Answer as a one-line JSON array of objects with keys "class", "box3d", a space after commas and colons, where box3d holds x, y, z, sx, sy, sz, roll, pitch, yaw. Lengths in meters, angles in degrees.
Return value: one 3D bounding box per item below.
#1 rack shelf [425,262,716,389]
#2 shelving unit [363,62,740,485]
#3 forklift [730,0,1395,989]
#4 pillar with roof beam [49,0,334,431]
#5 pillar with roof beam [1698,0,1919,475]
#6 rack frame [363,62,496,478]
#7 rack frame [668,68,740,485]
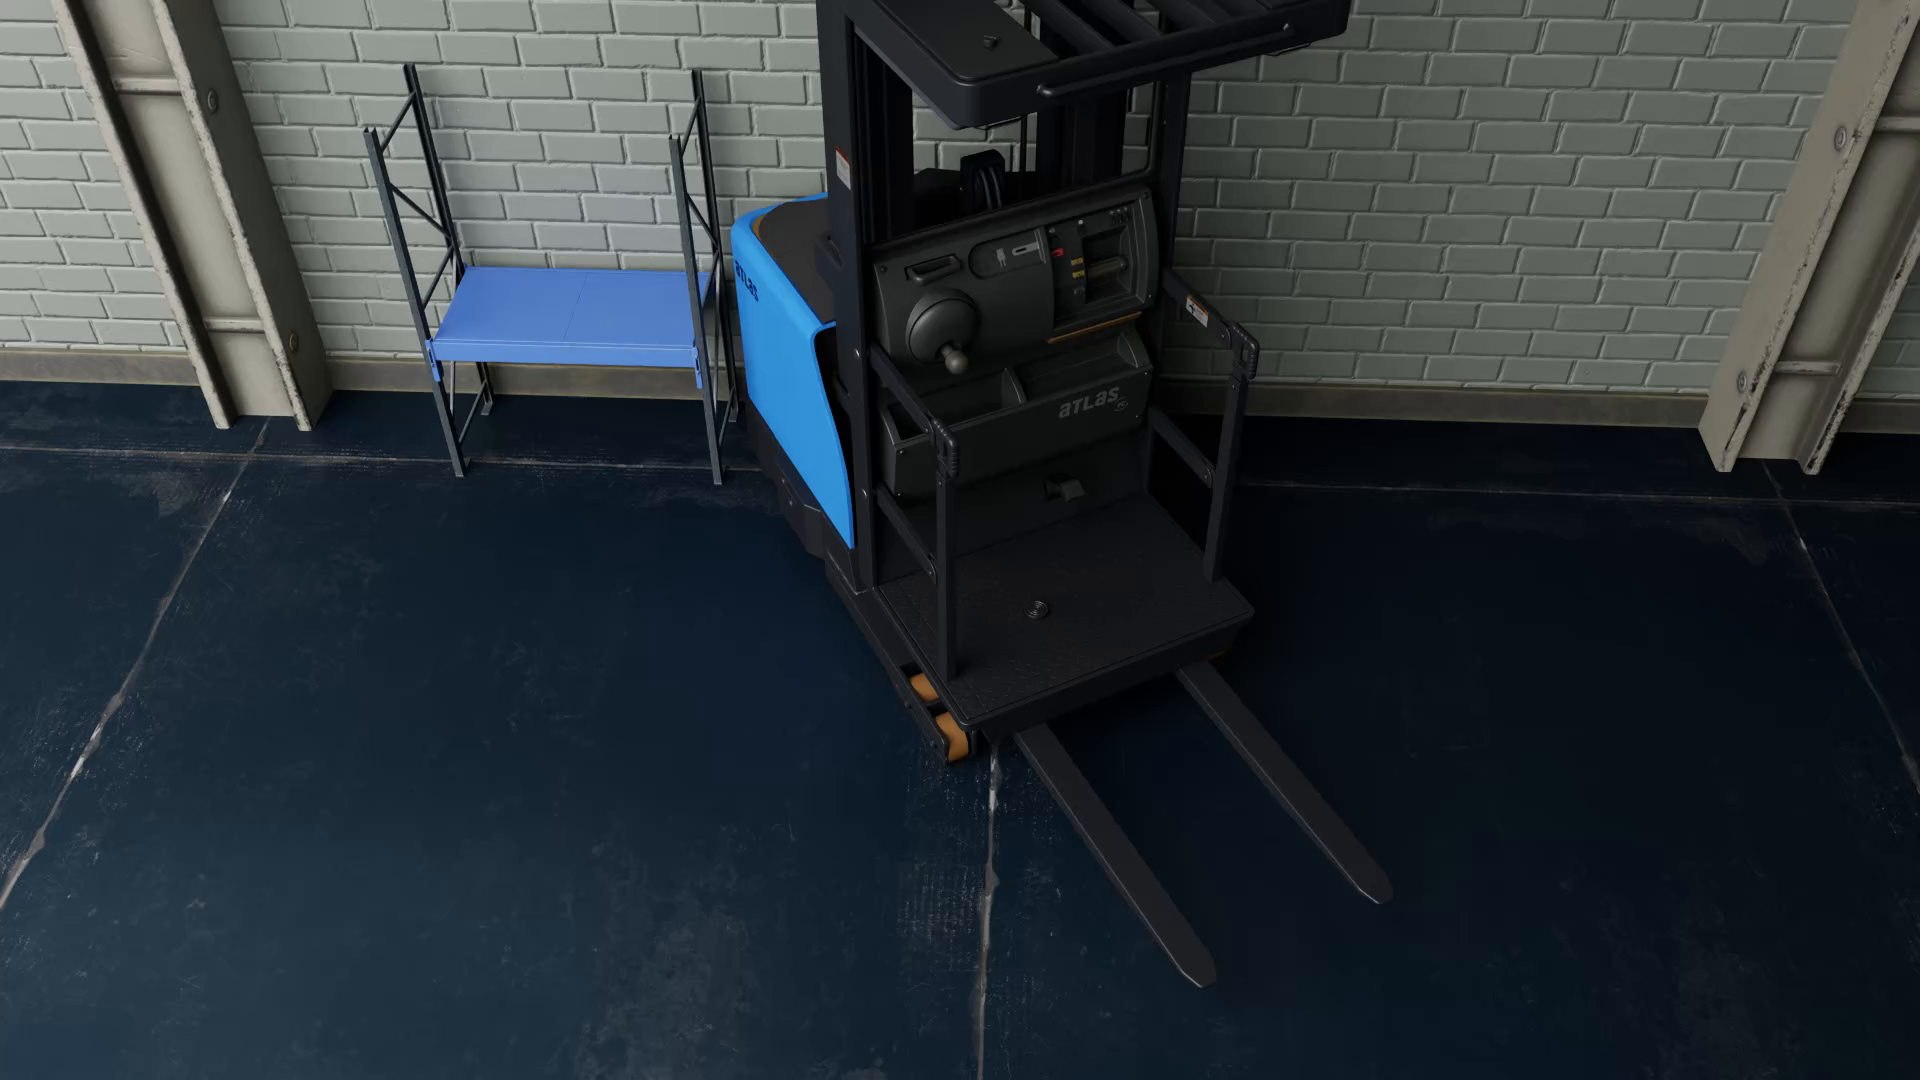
[{"class": "rack shelf", "box3d": [-1.440, -0.817, 6.291, 1.000, 0.185, 0.538, 2, 43, 2]}, {"class": "shelving unit", "box3d": [-1.440, -0.949, 6.168, 1.048, 1.500, 0.538, 2, 43, 2]}, {"class": "forklift", "box3d": [0.281, -0.694, 4.844, 1.130, 2.935, 3.031, -19, 46, -19]}, {"class": "pillar with roof beam", "box3d": [-3.004, -0.914, 0.629, 0.400, 9.000, 9.100, 2, 43, 2]}, {"class": "pillar with roof beam", "box3d": [2.990, -0.729, 0.431, 0.400, 9.000, 9.100, 2, 43, 2]}, {"class": "rack frame", "box3d": [-1.947, -0.964, 6.185, 0.032, 1.500, 0.500, 2, 43, 2]}, {"class": "rack frame", "box3d": [-0.932, -0.933, 6.151, 0.032, 1.500, 0.500, 2, 43, 2]}]
